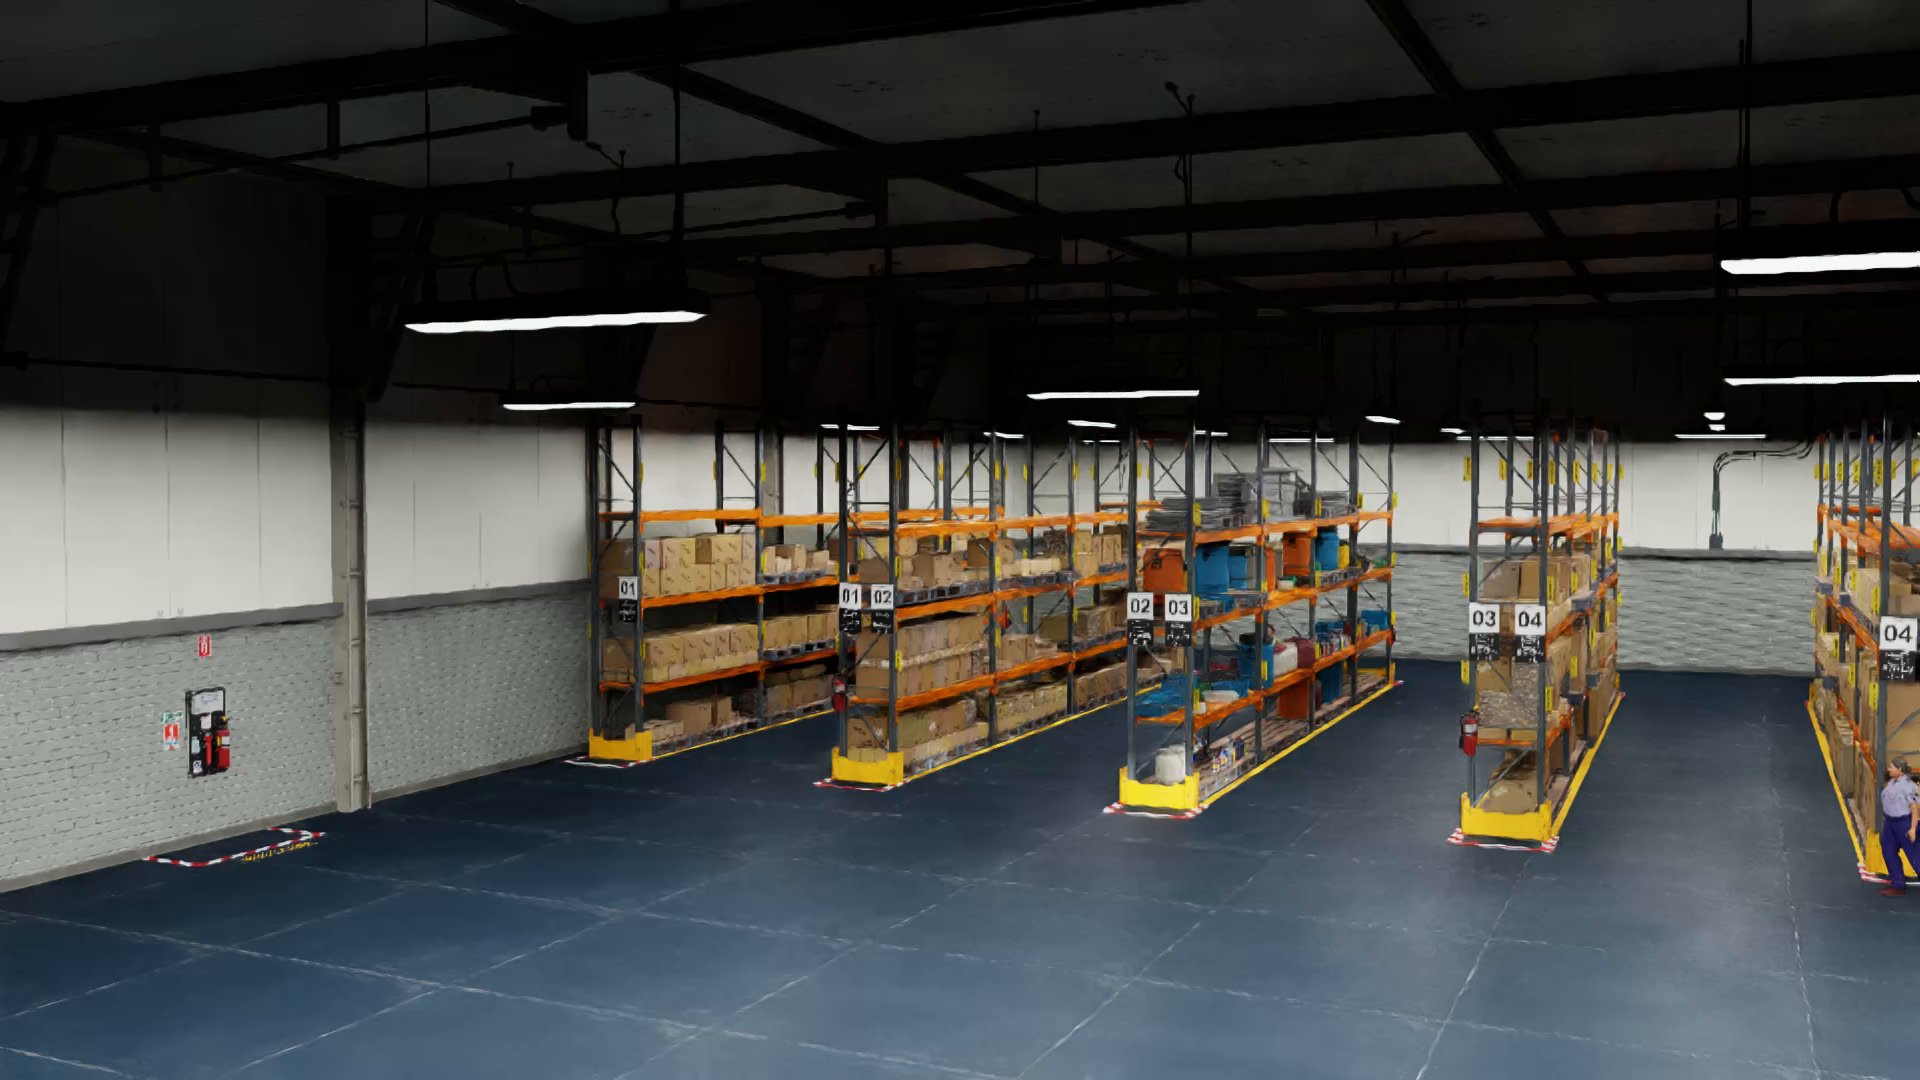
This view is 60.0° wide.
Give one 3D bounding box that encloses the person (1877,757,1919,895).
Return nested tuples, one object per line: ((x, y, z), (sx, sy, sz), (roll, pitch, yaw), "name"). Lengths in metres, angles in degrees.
((11.189, 3.384, 19.613), (0.538, 1.639, 0.598), (0, 2, -3), "person")

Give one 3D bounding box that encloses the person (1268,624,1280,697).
((6.908, 2.667, 37.070), (0.448, 1.588, 1.106), (1, 3, 27), "person")
